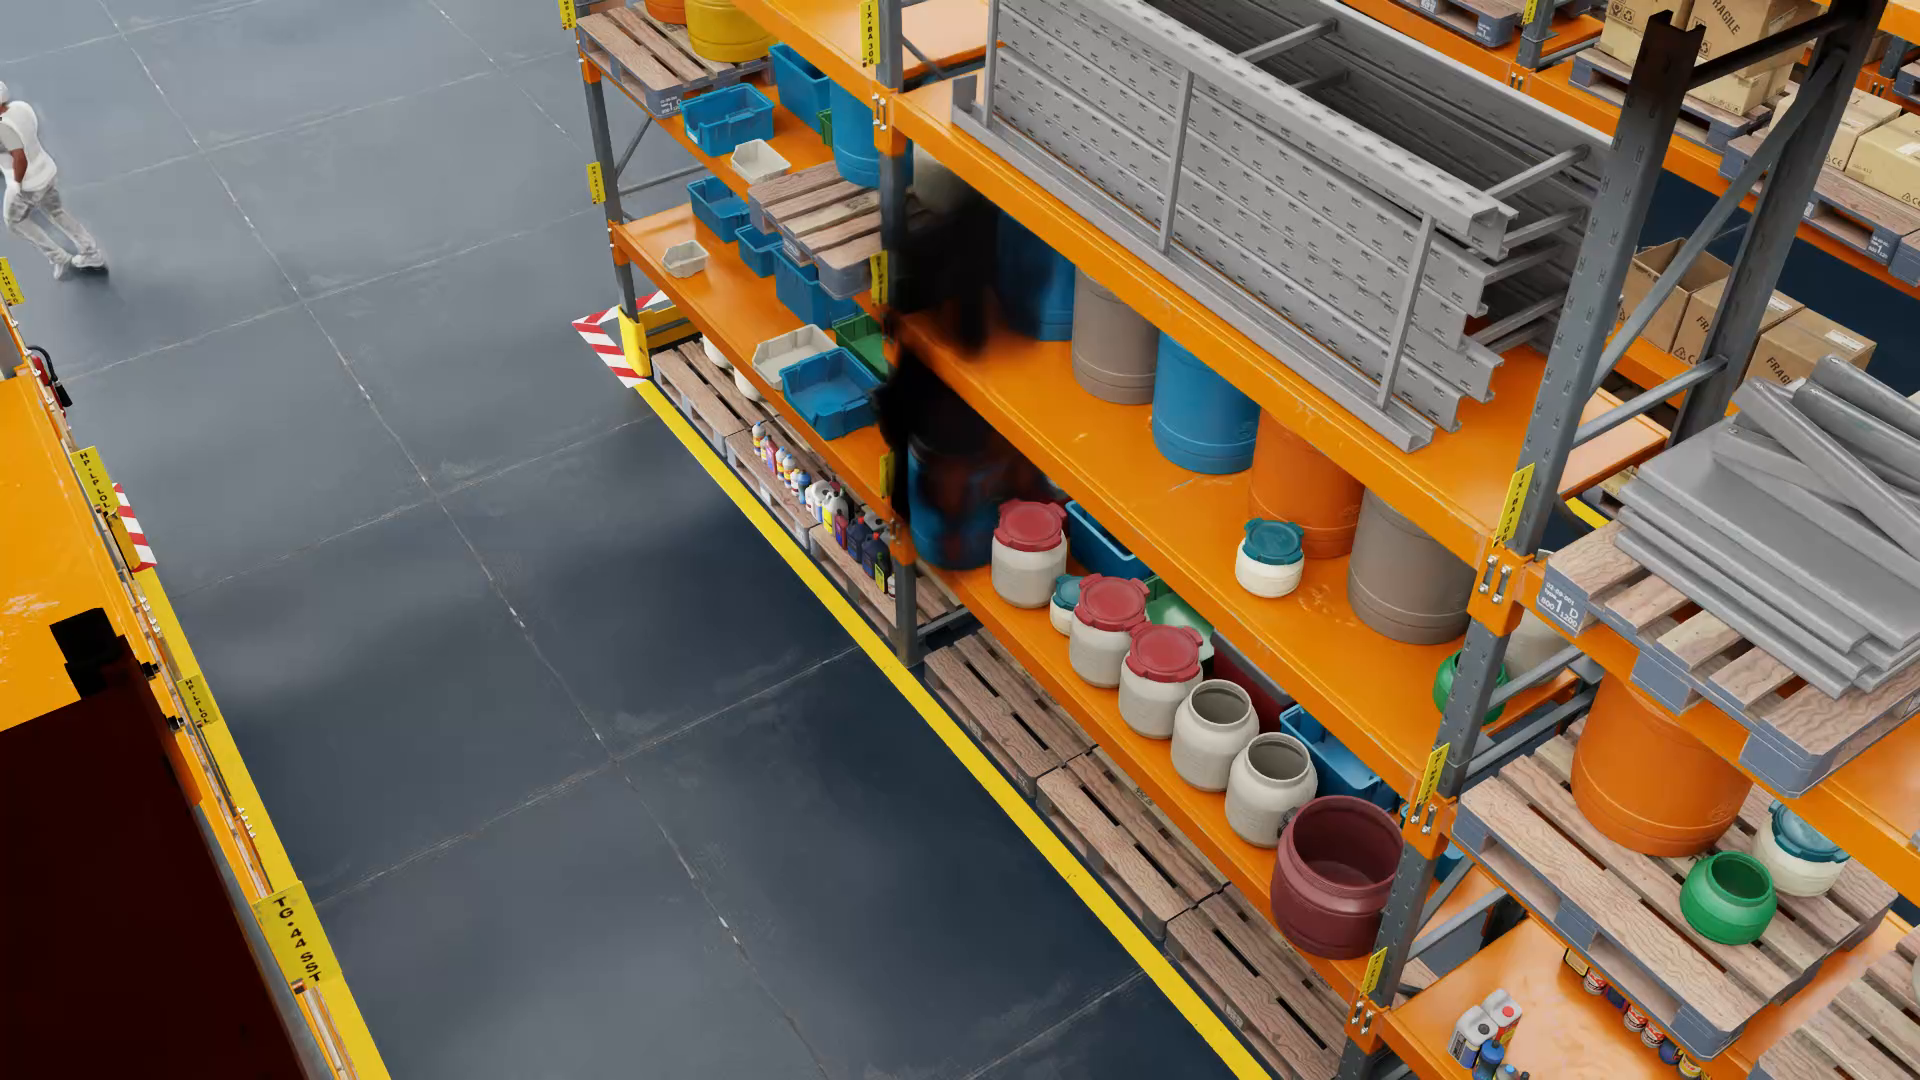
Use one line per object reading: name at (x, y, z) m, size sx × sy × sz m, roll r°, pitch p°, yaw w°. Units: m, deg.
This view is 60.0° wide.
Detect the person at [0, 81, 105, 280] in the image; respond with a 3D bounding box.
person at (-7.680, -2.945, 13.667) m, size 0.697 × 1.794 × 0.703 m, roll 2°, pitch 43°, yaw 2°
